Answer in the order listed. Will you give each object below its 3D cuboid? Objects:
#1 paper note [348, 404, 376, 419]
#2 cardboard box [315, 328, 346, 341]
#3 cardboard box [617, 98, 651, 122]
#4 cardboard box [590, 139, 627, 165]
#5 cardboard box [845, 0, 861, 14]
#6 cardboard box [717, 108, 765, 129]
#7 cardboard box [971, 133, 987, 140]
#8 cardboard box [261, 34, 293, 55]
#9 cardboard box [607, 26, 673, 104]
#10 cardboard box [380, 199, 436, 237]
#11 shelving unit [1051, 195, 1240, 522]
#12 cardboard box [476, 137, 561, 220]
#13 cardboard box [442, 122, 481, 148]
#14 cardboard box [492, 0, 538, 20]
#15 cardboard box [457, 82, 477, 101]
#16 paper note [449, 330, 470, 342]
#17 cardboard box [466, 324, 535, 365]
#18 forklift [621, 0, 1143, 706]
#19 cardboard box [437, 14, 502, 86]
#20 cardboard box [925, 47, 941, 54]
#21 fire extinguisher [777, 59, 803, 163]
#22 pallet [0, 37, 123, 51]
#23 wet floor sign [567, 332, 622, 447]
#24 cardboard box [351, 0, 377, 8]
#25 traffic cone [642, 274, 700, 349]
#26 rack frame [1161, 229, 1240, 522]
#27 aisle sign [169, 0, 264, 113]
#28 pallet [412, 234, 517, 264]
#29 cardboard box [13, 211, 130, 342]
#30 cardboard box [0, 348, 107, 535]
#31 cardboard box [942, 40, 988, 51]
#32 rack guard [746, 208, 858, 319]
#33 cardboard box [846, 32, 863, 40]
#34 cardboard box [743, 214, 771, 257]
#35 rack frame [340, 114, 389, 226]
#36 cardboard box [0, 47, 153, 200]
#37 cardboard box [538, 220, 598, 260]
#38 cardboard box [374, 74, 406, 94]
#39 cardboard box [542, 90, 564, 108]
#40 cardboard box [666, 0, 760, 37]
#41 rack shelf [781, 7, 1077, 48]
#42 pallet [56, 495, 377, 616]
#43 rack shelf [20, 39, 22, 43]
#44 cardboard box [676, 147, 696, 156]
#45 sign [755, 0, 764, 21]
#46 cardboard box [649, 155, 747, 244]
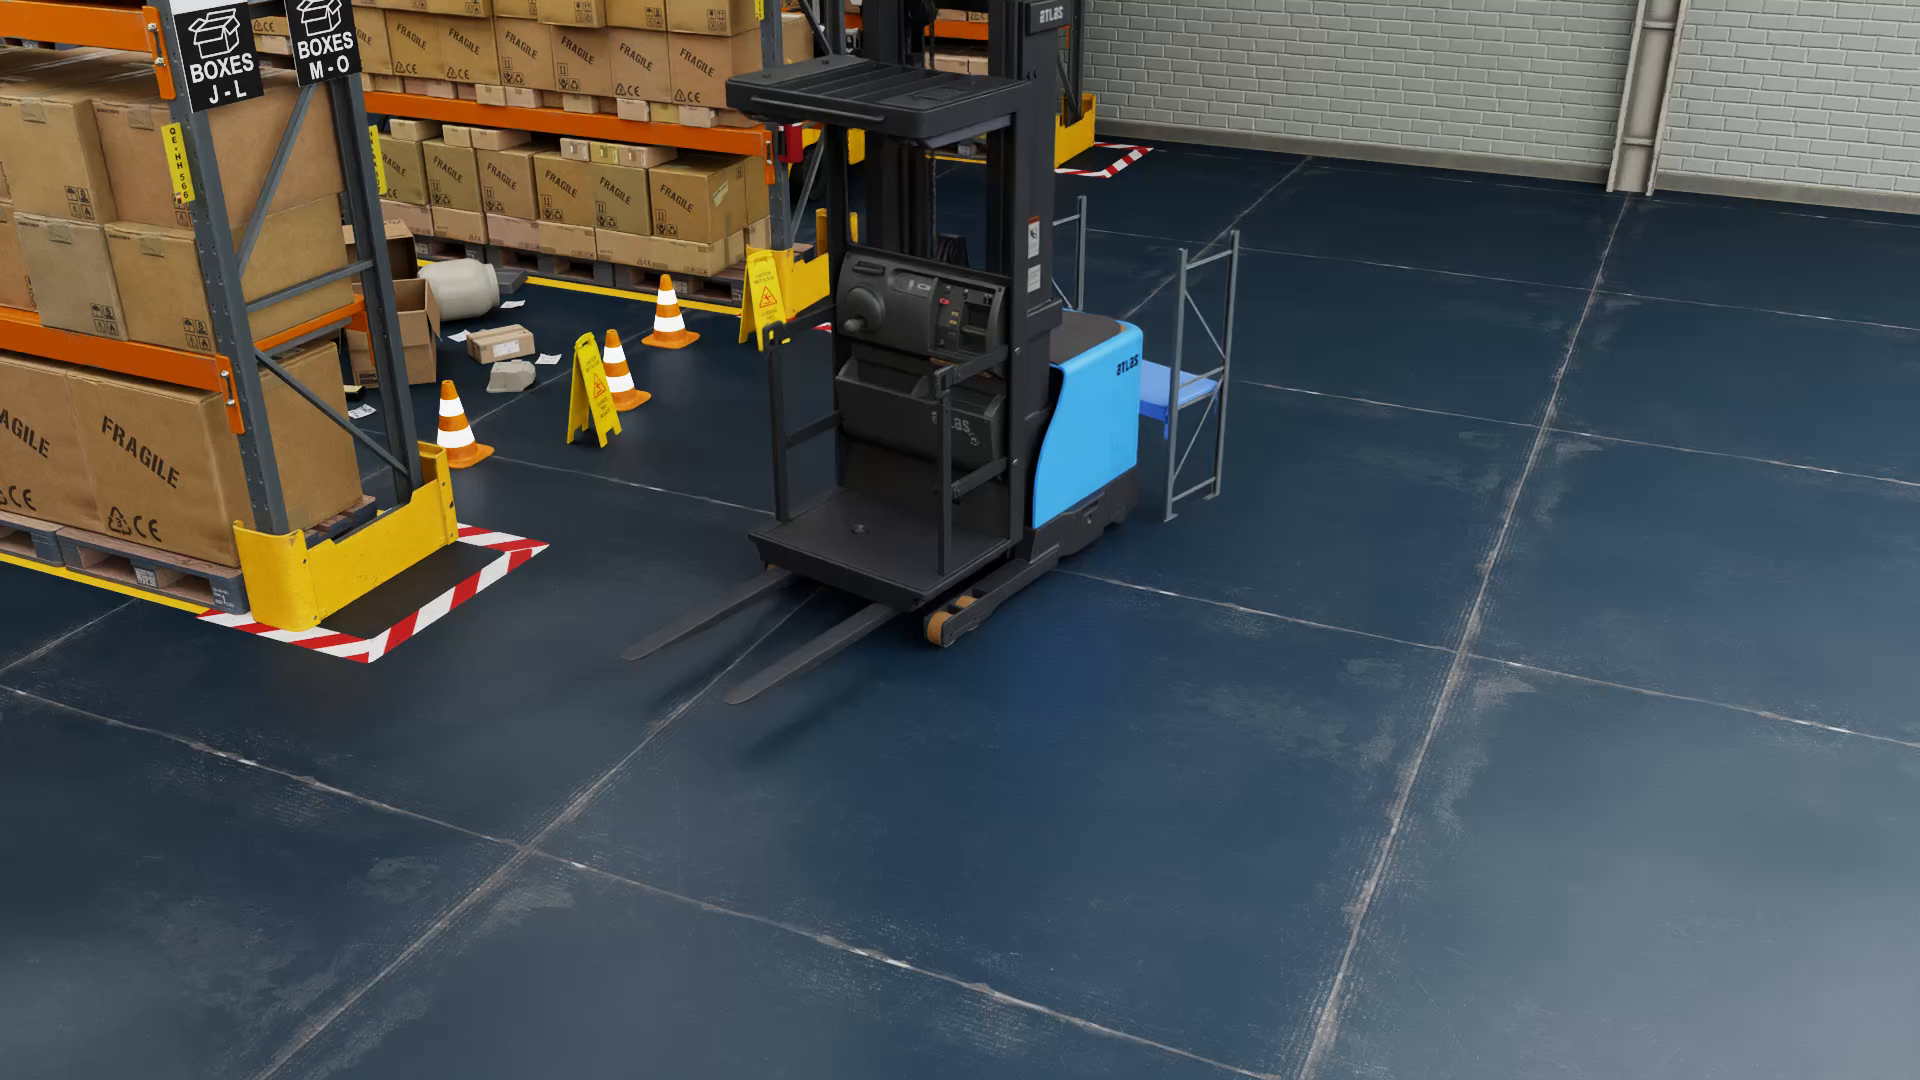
[{"bbox_3d":[-3.731,-0.801,10.344,0.142,0.017,0.144,23,35,39],"label":"paper note"},{"bbox_3d":[-4.589,-1.592,11.261,0.503,0.637,0.797,11,28,22],"label":"cardboard box"},{"bbox_3d":[-2.265,-3.142,12.021,0.250,0.149,0.380,12,29,23],"label":"cardboard box"},{"bbox_3d":[-2.514,-2.892,12.282,0.250,0.149,0.380,12,29,23],"label":"cardboard box"},{"bbox_3d":[-0.990,-5.486,16.384,0.500,0.500,0.500,12,28,22],"label":"cardboard box"},{"bbox_3d":[-1.517,-3.050,11.834,0.250,0.149,0.380,12,29,24],"label":"cardboard box"},{"bbox_3d":[0.405,-4.091,16.301,0.500,0.250,0.500,12,28,22],"label":"cardboard box"},{"bbox_3d":[-5.312,-3.971,13.228,0.250,0.149,0.380,12,29,23],"label":"cardboard box"},{"bbox_3d":[-2.150,-3.441,11.893,0.500,0.500,0.500,11,28,22],"label":"cardboard box"},{"bbox_3d":[-4.304,-2.650,13.375,0.500,0.250,0.500,10,28,19],"label":"cardboard box"},{"bbox_3d":[0.895,-1.006,9.096,1.048,1.500,0.538,22,34,38],"label":"shelving unit"},{"bbox_3d":[-3.340,-2.798,12.826,0.500,0.500,0.500,13,29,24],"label":"cardboard box"},{"bbox_3d":[-3.746,-3.138,12.781,0.250,0.149,0.380,13,29,24],"label":"cardboard box"},{"bbox_3d":[-3.004,-4.108,12.115,0.500,0.500,0.700,11,28,21],"label":"cardboard box"},{"bbox_3d":[-3.603,-3.456,12.658,0.250,0.149,0.380,11,28,22],"label":"cardboard box"},{"bbox_3d":[-3.483,-1.432,11.636,0.142,0.019,0.148,23,35,39],"label":"paper note"},{"bbox_3d":[-3.116,-1.329,11.281,0.380,0.149,0.250,-18,31,-31],"label":"cardboard box"},{"bbox_3d":[-0.314,-1.060,7.584,1.130,2.935,3.031,18,31,32],"label":"forklift"},{"bbox_3d":[-3.526,-3.718,12.457,0.500,0.500,0.500,11,28,21],"label":"cardboard box"},{"bbox_3d":[-0.515,-4.719,16.444,0.500,0.250,0.500,12,29,22],"label":"cardboard box"},{"bbox_3d":[-1.174,-2.940,11.413,0.183,0.674,0.296,11,28,22],"label":"fire extinguisher"},{"bbox_3d":[-7.677,-4.470,14.650,1.003,0.211,1.213,11,28,22],"label":"pallet"},{"bbox_3d":[-2.199,-0.906,9.861,0.232,0.644,0.267,6,27,13],"label":"wet floor sign"},{"bbox_3d":[-4.418,-4.371,12.651,0.500,0.500,0.700,11,28,21],"label":"cardboard box"},{"bbox_3d":[-2.013,-1.603,11.481,0.334,0.463,0.336,11,28,22],"label":"traffic cone"},{"bbox_3d":[1.267,-0.854,8.786,0.032,1.500,0.500,22,34,38],"label":"rack frame"},{"bbox_3d":[-3.104,-2.205,6.889,0.004,0.787,0.394,11,28,22],"label":"aisle sign"},{"bbox_3d":[-4.103,-2.552,13.695,1.213,0.211,1.003,11,28,22],"label":"pallet"},{"bbox_3d":[-3.911,-1.381,7.988,0.550,0.550,0.875,11,28,22],"label":"cardboard box"},{"bbox_3d":[-4.491,-0.665,8.634,0.875,0.875,0.875,11,28,21],"label":"cardboard box"},{"bbox_3d":[0.148,-4.835,16.679,0.500,0.250,0.500,11,28,22],"label":"cardboard box"},{"bbox_3d":[-1.157,-2.073,12.395,0.348,0.500,1.175,11,28,22],"label":"rack guard"},{"bbox_3d":[-1.227,-5.115,17.249,0.500,0.250,0.500,12,28,22],"label":"cardboard box"},{"bbox_3d":[-1.708,-2.394,12.855,0.500,0.250,0.500,11,28,21],"label":"cardboard box"},{"bbox_3d":[-4.729,-3.912,13.300,0.127,3.000,1.000,11,28,22],"label":"rack frame"},{"bbox_3d":[-4.359,-2.028,8.080,0.550,0.550,0.875,11,28,22],"label":"cardboard box"},{"bbox_3d":[-2.882,-2.366,12.798,0.500,0.250,0.500,10,28,20],"label":"cardboard box"},{"bbox_3d":[-4.324,-3.587,12.925,0.250,0.149,0.380,12,29,23],"label":"cardboard box"},{"bbox_3d":[-2.900,-3.338,12.418,0.250,0.149,0.380,11,28,22],"label":"cardboard box"},{"bbox_3d":[-1.643,-3.813,11.517,0.500,0.500,0.700,11,28,21],"label":"cardboard box"},{"bbox_3d":[-0.857,-5.220,16.771,4.000,0.370,1.077,11,28,22],"label":"rack shelf"},{"bbox_3d":[-3.805,-0.036,8.583,1.213,0.211,1.003,11,28,22],"label":"pallet"},{"bbox_3d":[-10.191,-4.686,15.687,4.000,0.370,1.077,11,28,22],"label":"rack shelf"},{"bbox_3d":[-2.207,-2.829,12.888,0.500,0.500,0.500,10,28,20],"label":"cardboard box"},{"bbox_3d":[-1.336,-3.622,11.043,0.005,0.325,0.100,11,28,22],"label":"sign"},{"bbox_3d":[-1.925,-2.514,12.248,0.500,0.500,0.500,12,28,22],"label":"cardboard box"}]
